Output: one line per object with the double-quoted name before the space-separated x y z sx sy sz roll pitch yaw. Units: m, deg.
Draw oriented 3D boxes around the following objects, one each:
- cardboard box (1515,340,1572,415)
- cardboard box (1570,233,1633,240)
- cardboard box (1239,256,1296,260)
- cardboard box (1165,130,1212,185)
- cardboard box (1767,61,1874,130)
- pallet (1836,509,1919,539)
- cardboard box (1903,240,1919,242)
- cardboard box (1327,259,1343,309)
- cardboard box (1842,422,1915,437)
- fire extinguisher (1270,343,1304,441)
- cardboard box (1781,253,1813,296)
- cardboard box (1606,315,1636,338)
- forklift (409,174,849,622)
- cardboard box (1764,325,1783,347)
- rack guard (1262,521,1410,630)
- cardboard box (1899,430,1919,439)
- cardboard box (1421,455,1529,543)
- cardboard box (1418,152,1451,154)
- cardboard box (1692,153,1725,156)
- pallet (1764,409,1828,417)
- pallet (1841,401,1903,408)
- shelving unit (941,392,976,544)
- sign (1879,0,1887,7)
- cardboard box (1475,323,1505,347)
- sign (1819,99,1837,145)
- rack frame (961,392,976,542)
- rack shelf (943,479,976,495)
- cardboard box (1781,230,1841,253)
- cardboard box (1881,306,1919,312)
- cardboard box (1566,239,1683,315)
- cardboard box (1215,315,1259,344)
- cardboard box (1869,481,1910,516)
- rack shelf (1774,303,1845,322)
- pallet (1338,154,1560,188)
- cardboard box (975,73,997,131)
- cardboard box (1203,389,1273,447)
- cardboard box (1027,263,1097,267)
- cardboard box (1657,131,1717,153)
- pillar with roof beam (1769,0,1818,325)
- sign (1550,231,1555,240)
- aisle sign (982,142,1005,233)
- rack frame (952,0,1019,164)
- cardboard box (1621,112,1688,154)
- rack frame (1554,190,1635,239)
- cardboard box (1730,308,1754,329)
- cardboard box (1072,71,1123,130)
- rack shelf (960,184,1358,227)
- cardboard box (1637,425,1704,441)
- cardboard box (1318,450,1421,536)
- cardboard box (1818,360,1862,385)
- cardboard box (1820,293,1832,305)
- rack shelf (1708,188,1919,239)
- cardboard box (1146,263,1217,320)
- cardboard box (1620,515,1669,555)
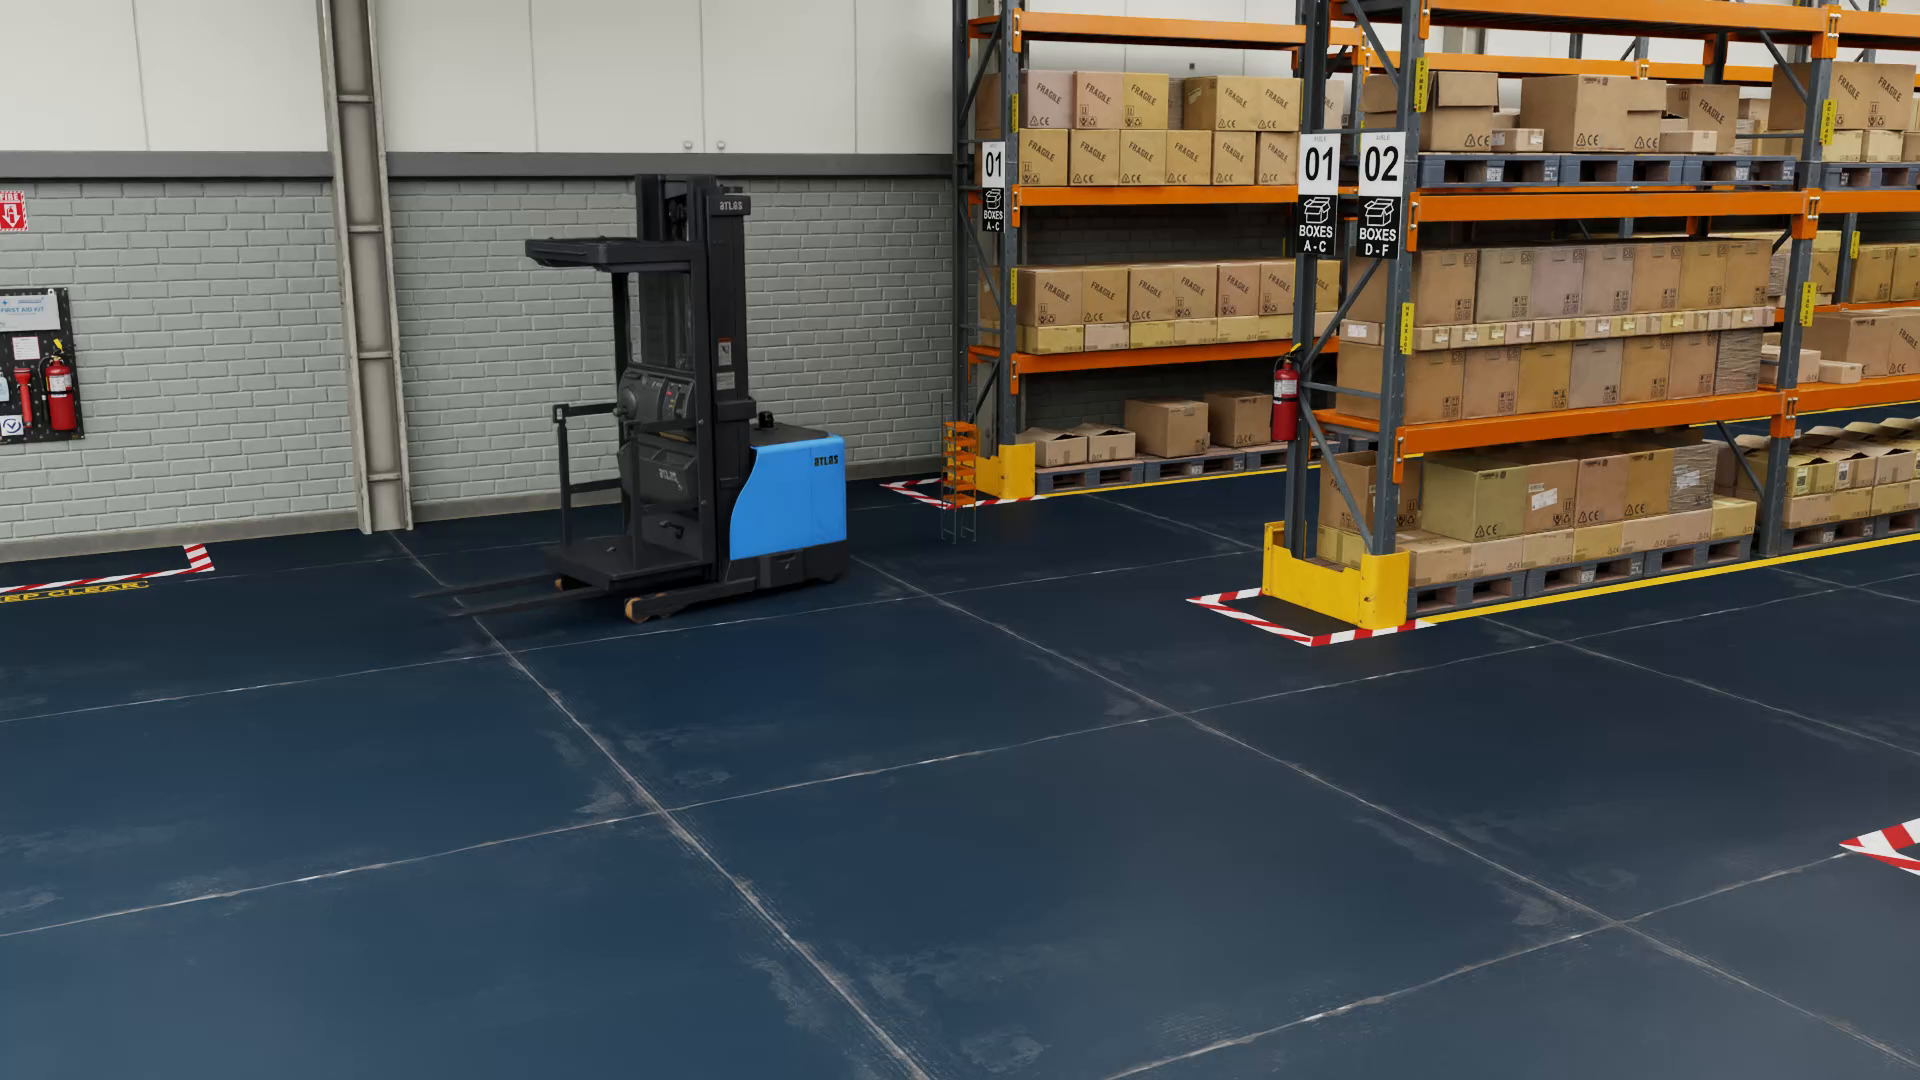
"cardboard box" 3.909 -1.201 11.884 0.500 0.500 0.700 -7 14 -27
"cardboard box" 7.515 -3.461 19.497 0.500 0.250 0.500 -6 14 -26
"cardboard box" 3.217 -2.666 17.212 0.500 0.500 0.500 -7 15 -29
"cardboard box" 2.035 -3.627 15.787 0.500 0.500 0.500 -6 14 -24
"cardboard box" 6.667 -3.437 12.894 0.500 0.500 0.500 -7 14 -27
"pallet" 7.807 -0.273 14.339 1.213 0.211 1.003 -7 14 -28
"cardboard box" 13.187 -3.647 22.301 0.700 0.700 0.980 -7 14 -28
"cardboard box" 4.193 -2.683 17.471 0.500 0.500 0.700 -7 14 -28
"cardboard box" 8.112 -0.868 14.663 0.500 0.311 0.500 -7 15 -29
"fire extinguisher" 2.270 -1.037 11.562 0.183 0.674 0.296 -7 14 -28
"cardboard box" 10.024 -3.265 20.337 0.500 0.500 0.500 -7 14 -27
"cardboard box" 4.624 -1.552 11.969 0.250 0.149 0.380 -6 14 -26
"forklift" -2.269 -1.006 11.405 3.031 2.935 1.130 -11 17 -39
"cardboard box" 10.244 -2.277 20.836 0.750 0.750 0.750 -7 14 -27
"rack guard" 2.575 0.224 11.475 0.348 0.500 1.175 -7 14 -28
"cardboard box" 8.379 -0.765 14.207 0.500 0.311 0.500 -7 14 -28
"cardboard box" 3.611 -0.294 11.680 0.500 0.500 0.500 -7 14 -28
"cardboard box" 4.789 -4.105 17.431 0.500 0.311 0.500 -6 14 -26
"cardboard box" 8.571 -4.704 19.619 0.500 0.500 0.700 -6 14 -25
"pallet" 10.111 -1.758 20.942 1.213 0.211 1.003 -7 14 -28
"pallet" 11.457 -1.919 21.656 1.213 0.211 1.003 -7 14 -28
"shelving unit" -0.013 -0.584 13.471 0.189 1.200 0.258 -7 14 -28
"sign" 11.022 -6.532 19.832 0.005 0.325 0.100 -7 14 -28
"cardboard box" 3.494 -1.417 11.369 0.250 0.149 0.380 -7 14 -28
"sign" 6.374 -3.066 12.212 0.005 0.325 0.100 -7 14 -28
"rack frame" 0.068 -0.593 13.513 0.006 1.200 0.240 -7 14 -28
"rack shelf" -0.013 -0.423 13.507 0.180 0.103 0.258 -7 14 -28
"cardboard box" 10.465 -3.686 20.495 0.500 0.250 0.500 -6 14 -26
"cardboard box" 8.153 -1.709 14.142 0.500 0.500 0.500 -8 15 -31
"cardboard box" 4.838 -1.947 12.244 0.500 0.500 0.700 -7 14 -28
"cardboard box" 2.584 -2.095 16.380 0.500 0.250 0.500 -7 14 -28
"cardboard box" 7.482 -0.385 13.796 0.500 0.250 0.500 -7 15 -30
"rack shelf" 8.996 -2.653 20.205 4.000 0.370 1.077 -7 14 -28
"pallet" 3.229 -2.488 11.200 1.213 0.211 1.003 -7 14 -28
"cardboard box" 0.472 -4.058 15.425 0.500 0.500 0.500 -6 14 -25
"cardboard box" 2.838 -1.251 17.028 0.500 0.500 0.500 -8 15 -32
"cardboard box" 0.978 -2.396 16.013 0.500 0.500 0.500 -7 14 -27
"cardboard box" 5.179 -2.853 11.920 0.250 0.149 0.380 -7 14 -28
"pillar with roof beam" 13.015 -5.552 17.784 0.400 9.000 9.100 -7 14 -28
"sign" 6.972 -3.465 19.538 0.005 0.325 0.100 -7 14 -28
"aisle sign" 0.300 -3.155 14.876 0.004 0.787 0.394 -7 14 -28
"rack frame" 0.219 -4.879 14.793 0.127 3.000 1.000 -7 14 -28
"cardboard box" 5.064 -3.053 12.438 0.500 0.311 0.500 -8 15 -31
"rack frame" 7.241 -2.794 19.191 0.127 3.000 1.000 -7 14 -28
"cardboard box" 5.753 -1.688 12.575 0.250 0.149 0.380 -7 15 -29
"cardboard box" 1.138 -3.999 15.163 0.500 0.500 0.500 -7 14 -29
"rack shelf" 1.975 -3.275 16.136 4.000 0.370 1.077 -7 14 -28
"cardboard box" 5.550 -0.660 13.306 0.500 0.500 0.500 -7 14 -28
"cardboard box" 2.924 -0.341 11.890 0.500 0.500 0.500 -7 14 -28
"cardboard box" 6.983 -1.350 13.348 0.250 0.149 0.380 -7 14 -28
"cardboard box" 10.591 -3.012 20.686 0.250 0.149 0.380 -7 14 -27
"rack shelf" 7.862 -2.742 13.766 4.000 0.370 1.077 -7 14 -28
"cardboard box" 2.125 -2.407 16.059 0.500 0.500 0.500 -6 14 -26
"cardboard box" 4.929 -0.085 12.461 0.500 0.250 0.500 -7 14 -28
